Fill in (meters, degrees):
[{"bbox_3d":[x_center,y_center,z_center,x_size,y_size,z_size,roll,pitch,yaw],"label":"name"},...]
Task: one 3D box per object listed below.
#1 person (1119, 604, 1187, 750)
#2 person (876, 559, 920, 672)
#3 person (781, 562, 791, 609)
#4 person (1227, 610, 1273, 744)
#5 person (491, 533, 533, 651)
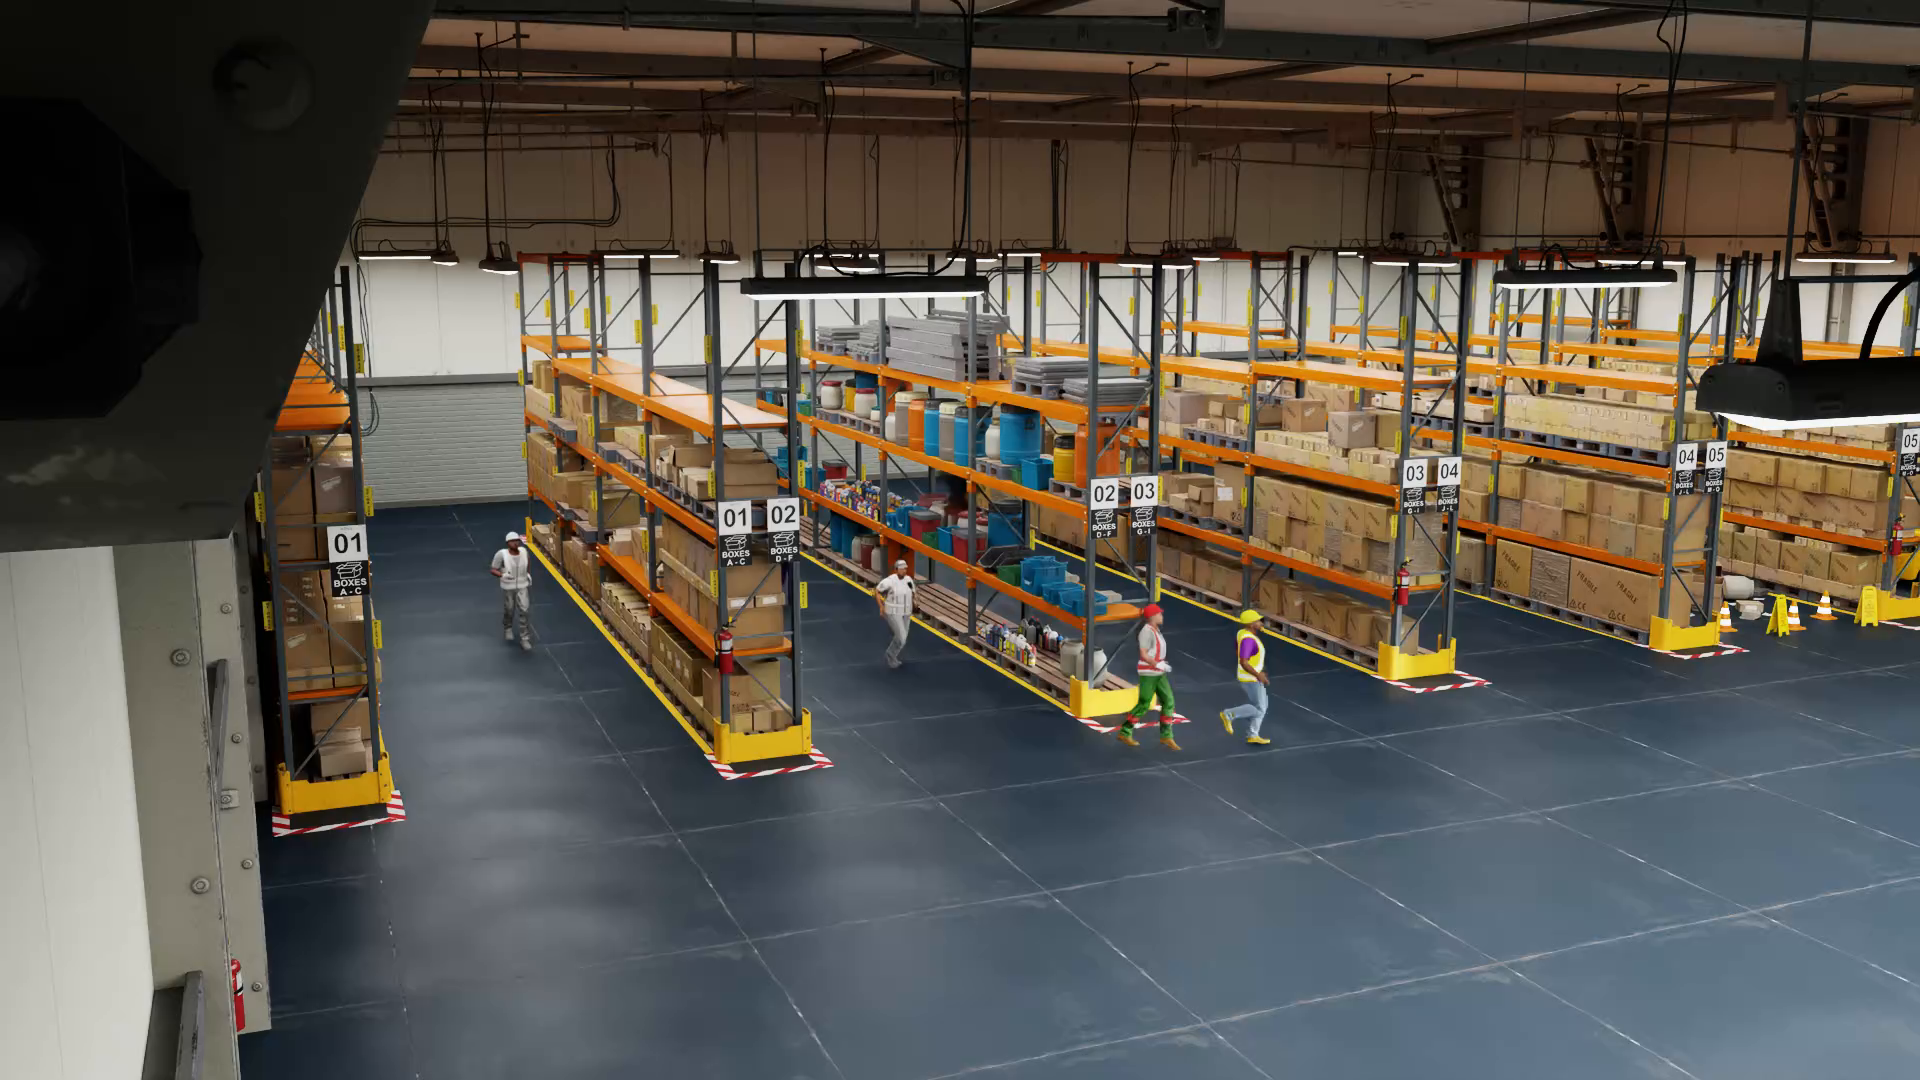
[{"bbox_3d":[2.484,1.689,20.806,0.858,1.784,0.730,4,11,21],"label":"person"},{"bbox_3d":[-0.866,1.103,24.452,0.572,1.673,0.763,-8,13,-37],"label":"person"},{"bbox_3d":[-3.017,0.359,28.674,0.607,1.636,0.769,-7,12,-33],"label":"person"},{"bbox_3d":[3.651,1.723,20.877,0.589,1.725,0.712,1,10,5],"label":"person"},{"bbox_3d":[-6.932,0.768,25.846,0.672,1.793,0.922,-6,12,-28],"label":"person"}]
